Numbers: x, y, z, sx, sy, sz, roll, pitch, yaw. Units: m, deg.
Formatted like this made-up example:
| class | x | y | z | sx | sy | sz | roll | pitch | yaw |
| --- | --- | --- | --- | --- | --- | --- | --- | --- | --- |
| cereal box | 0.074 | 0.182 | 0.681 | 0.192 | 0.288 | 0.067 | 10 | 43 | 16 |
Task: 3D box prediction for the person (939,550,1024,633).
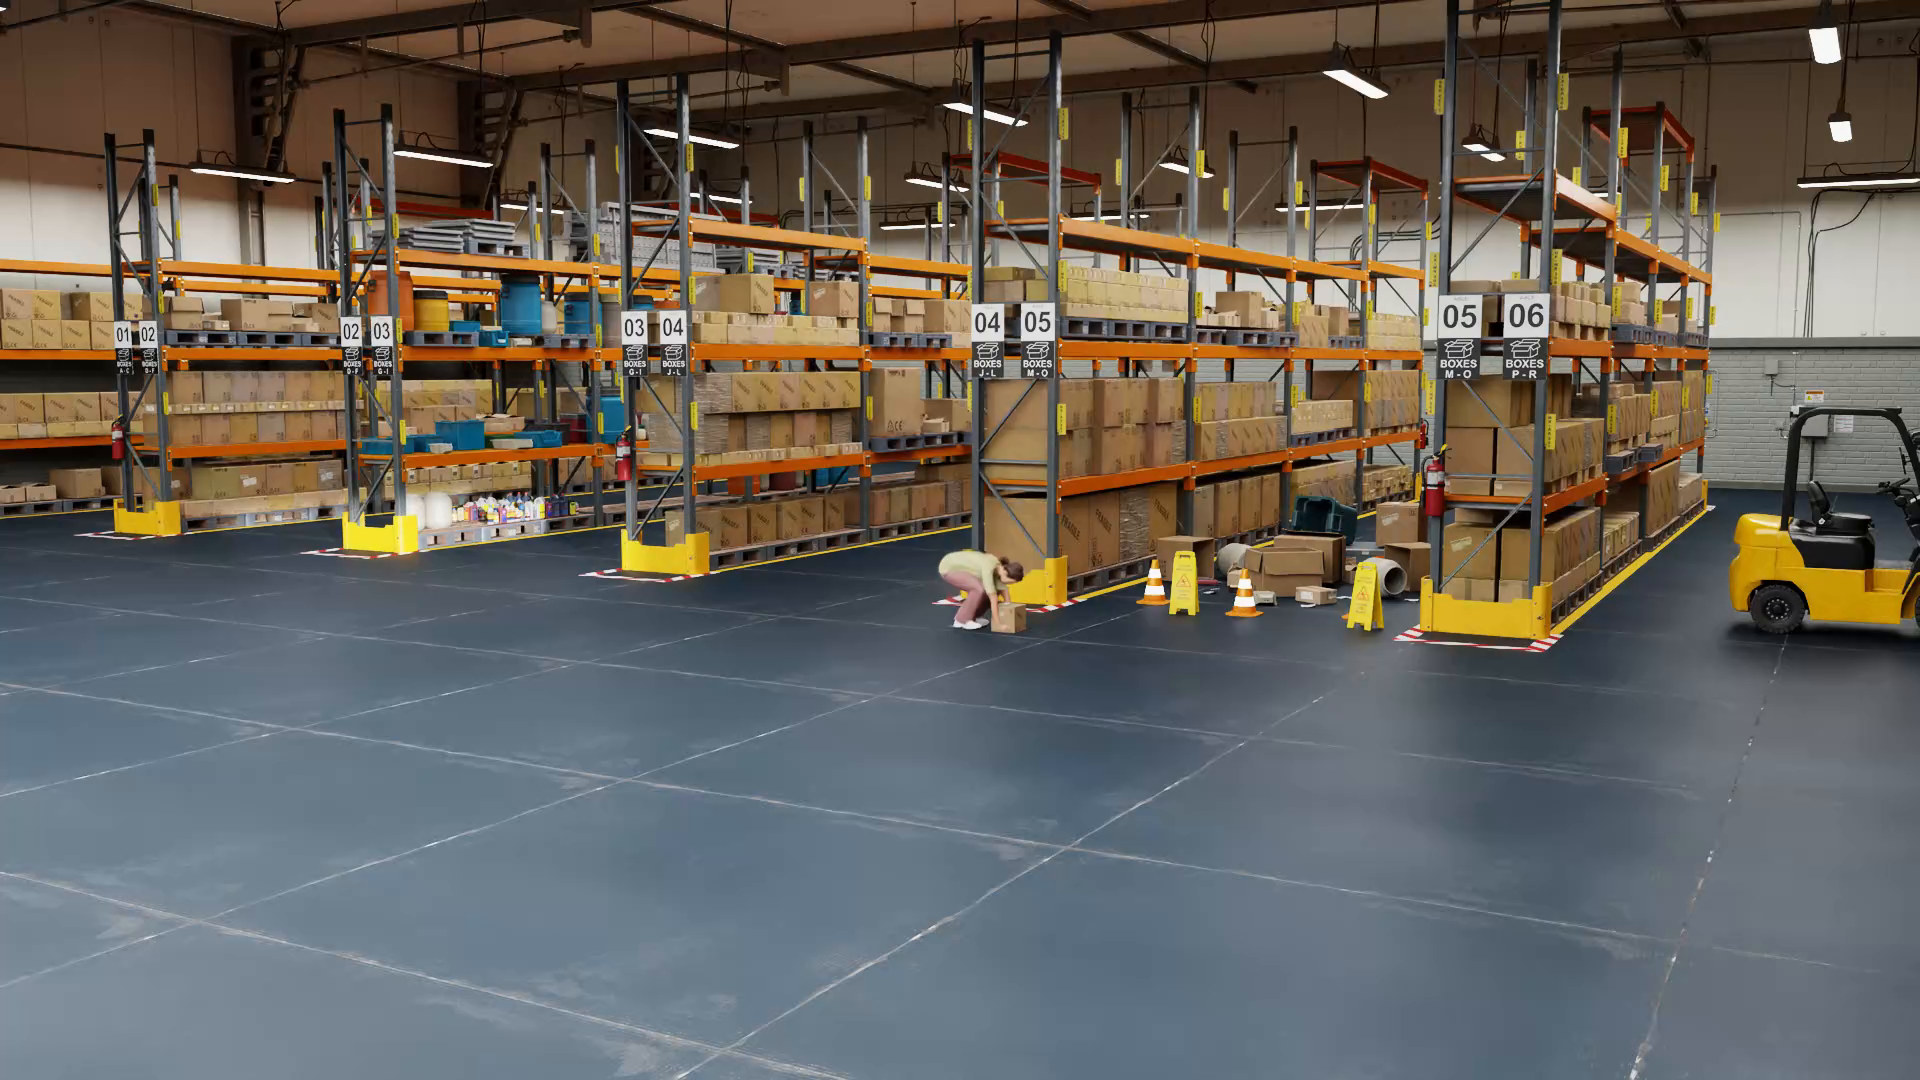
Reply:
| class | x | y | z | sx | sy | sz | roll | pitch | yaw |
| --- | --- | --- | --- | --- | --- | --- | --- | --- | --- |
| person | 0.217 | 0.490 | 16.159 | 0.867 | 0.767 | 0.460 | 3 | 7 | 27 |
